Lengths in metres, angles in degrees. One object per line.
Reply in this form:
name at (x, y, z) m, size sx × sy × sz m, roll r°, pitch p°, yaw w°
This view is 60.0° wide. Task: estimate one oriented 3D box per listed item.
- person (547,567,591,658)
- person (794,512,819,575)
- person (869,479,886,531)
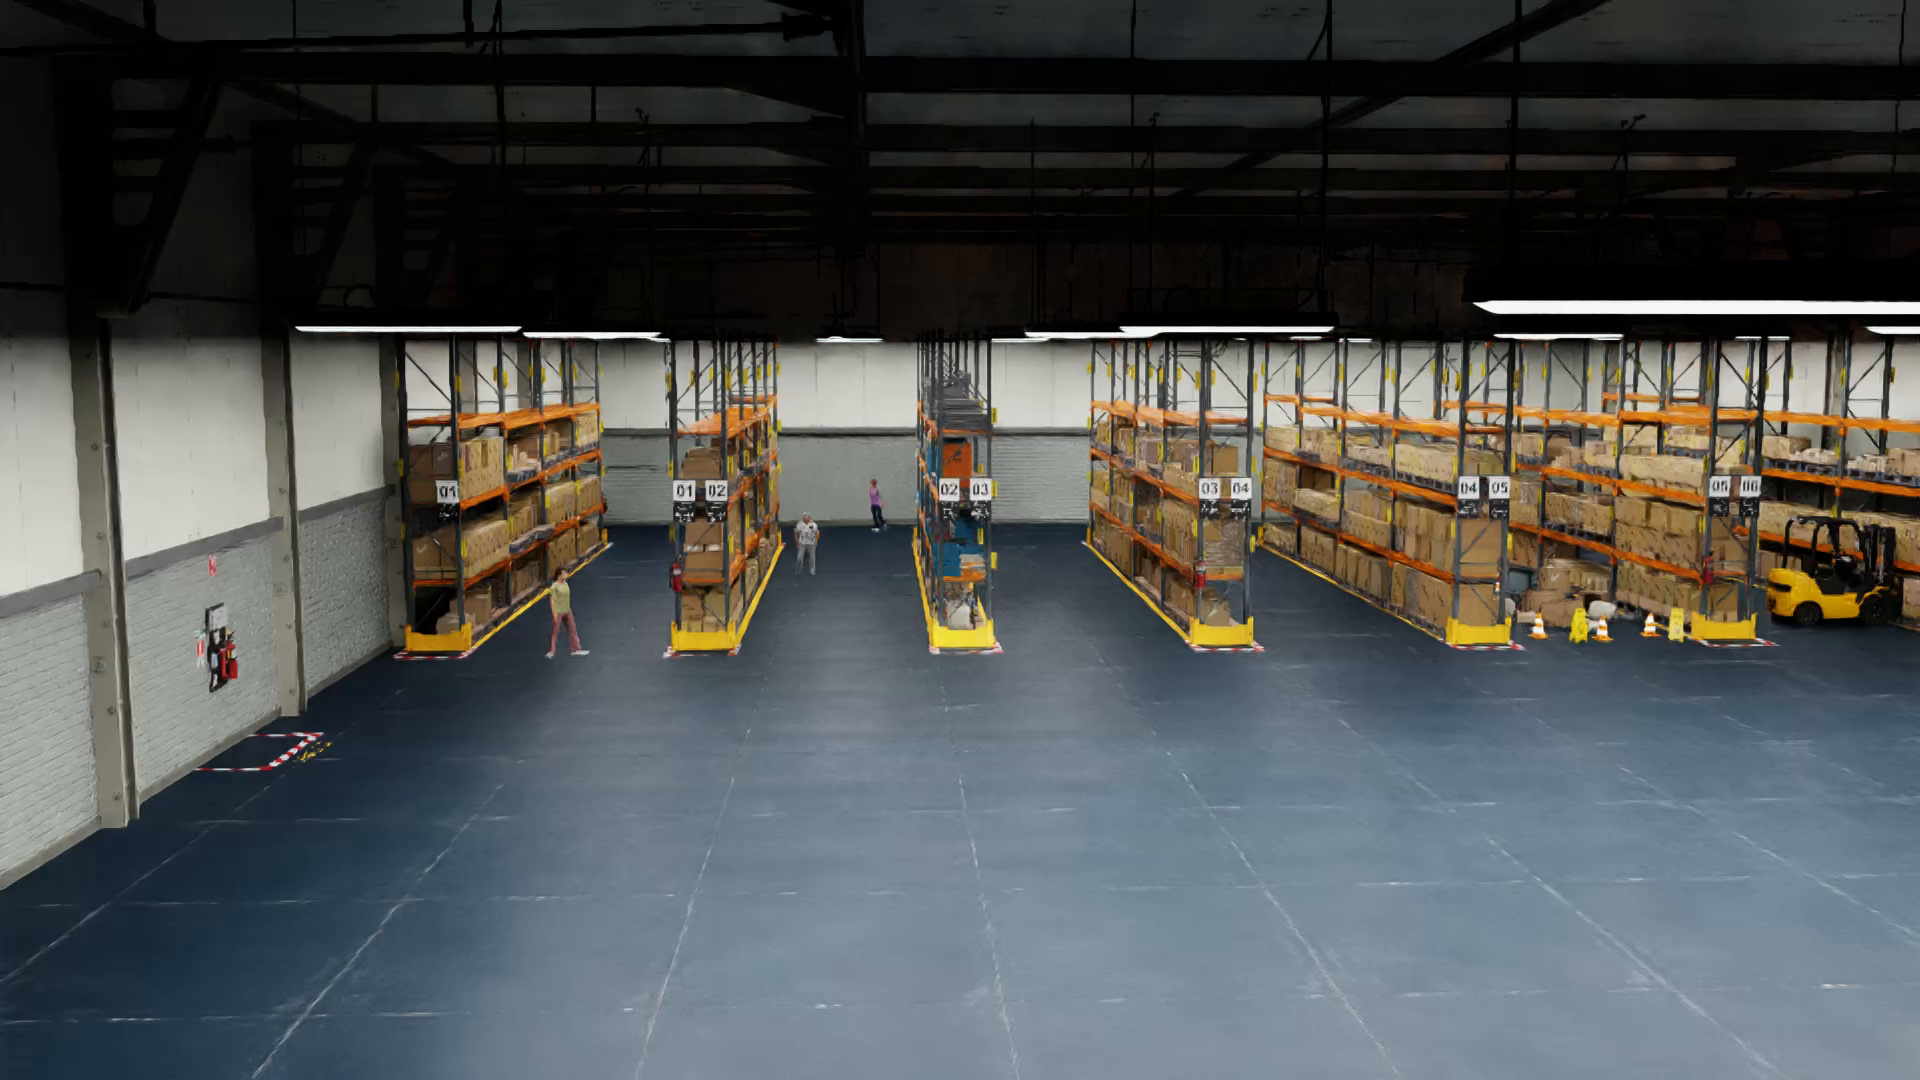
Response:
person at (-7.224, 1.308, 30.413) m, size 0.612 × 1.655 × 0.691 m, roll 5°, pitch 8°, yaw 34°
person at (-3.789, 0.097, 41.103) m, size 0.628 × 1.600 × 0.582 m, roll -1°, pitch 7°, yaw -6°
person at (-2.552, -1.075, 51.207) m, size 0.475 × 1.555 × 0.493 m, roll 5°, pitch 9°, yaw 38°
